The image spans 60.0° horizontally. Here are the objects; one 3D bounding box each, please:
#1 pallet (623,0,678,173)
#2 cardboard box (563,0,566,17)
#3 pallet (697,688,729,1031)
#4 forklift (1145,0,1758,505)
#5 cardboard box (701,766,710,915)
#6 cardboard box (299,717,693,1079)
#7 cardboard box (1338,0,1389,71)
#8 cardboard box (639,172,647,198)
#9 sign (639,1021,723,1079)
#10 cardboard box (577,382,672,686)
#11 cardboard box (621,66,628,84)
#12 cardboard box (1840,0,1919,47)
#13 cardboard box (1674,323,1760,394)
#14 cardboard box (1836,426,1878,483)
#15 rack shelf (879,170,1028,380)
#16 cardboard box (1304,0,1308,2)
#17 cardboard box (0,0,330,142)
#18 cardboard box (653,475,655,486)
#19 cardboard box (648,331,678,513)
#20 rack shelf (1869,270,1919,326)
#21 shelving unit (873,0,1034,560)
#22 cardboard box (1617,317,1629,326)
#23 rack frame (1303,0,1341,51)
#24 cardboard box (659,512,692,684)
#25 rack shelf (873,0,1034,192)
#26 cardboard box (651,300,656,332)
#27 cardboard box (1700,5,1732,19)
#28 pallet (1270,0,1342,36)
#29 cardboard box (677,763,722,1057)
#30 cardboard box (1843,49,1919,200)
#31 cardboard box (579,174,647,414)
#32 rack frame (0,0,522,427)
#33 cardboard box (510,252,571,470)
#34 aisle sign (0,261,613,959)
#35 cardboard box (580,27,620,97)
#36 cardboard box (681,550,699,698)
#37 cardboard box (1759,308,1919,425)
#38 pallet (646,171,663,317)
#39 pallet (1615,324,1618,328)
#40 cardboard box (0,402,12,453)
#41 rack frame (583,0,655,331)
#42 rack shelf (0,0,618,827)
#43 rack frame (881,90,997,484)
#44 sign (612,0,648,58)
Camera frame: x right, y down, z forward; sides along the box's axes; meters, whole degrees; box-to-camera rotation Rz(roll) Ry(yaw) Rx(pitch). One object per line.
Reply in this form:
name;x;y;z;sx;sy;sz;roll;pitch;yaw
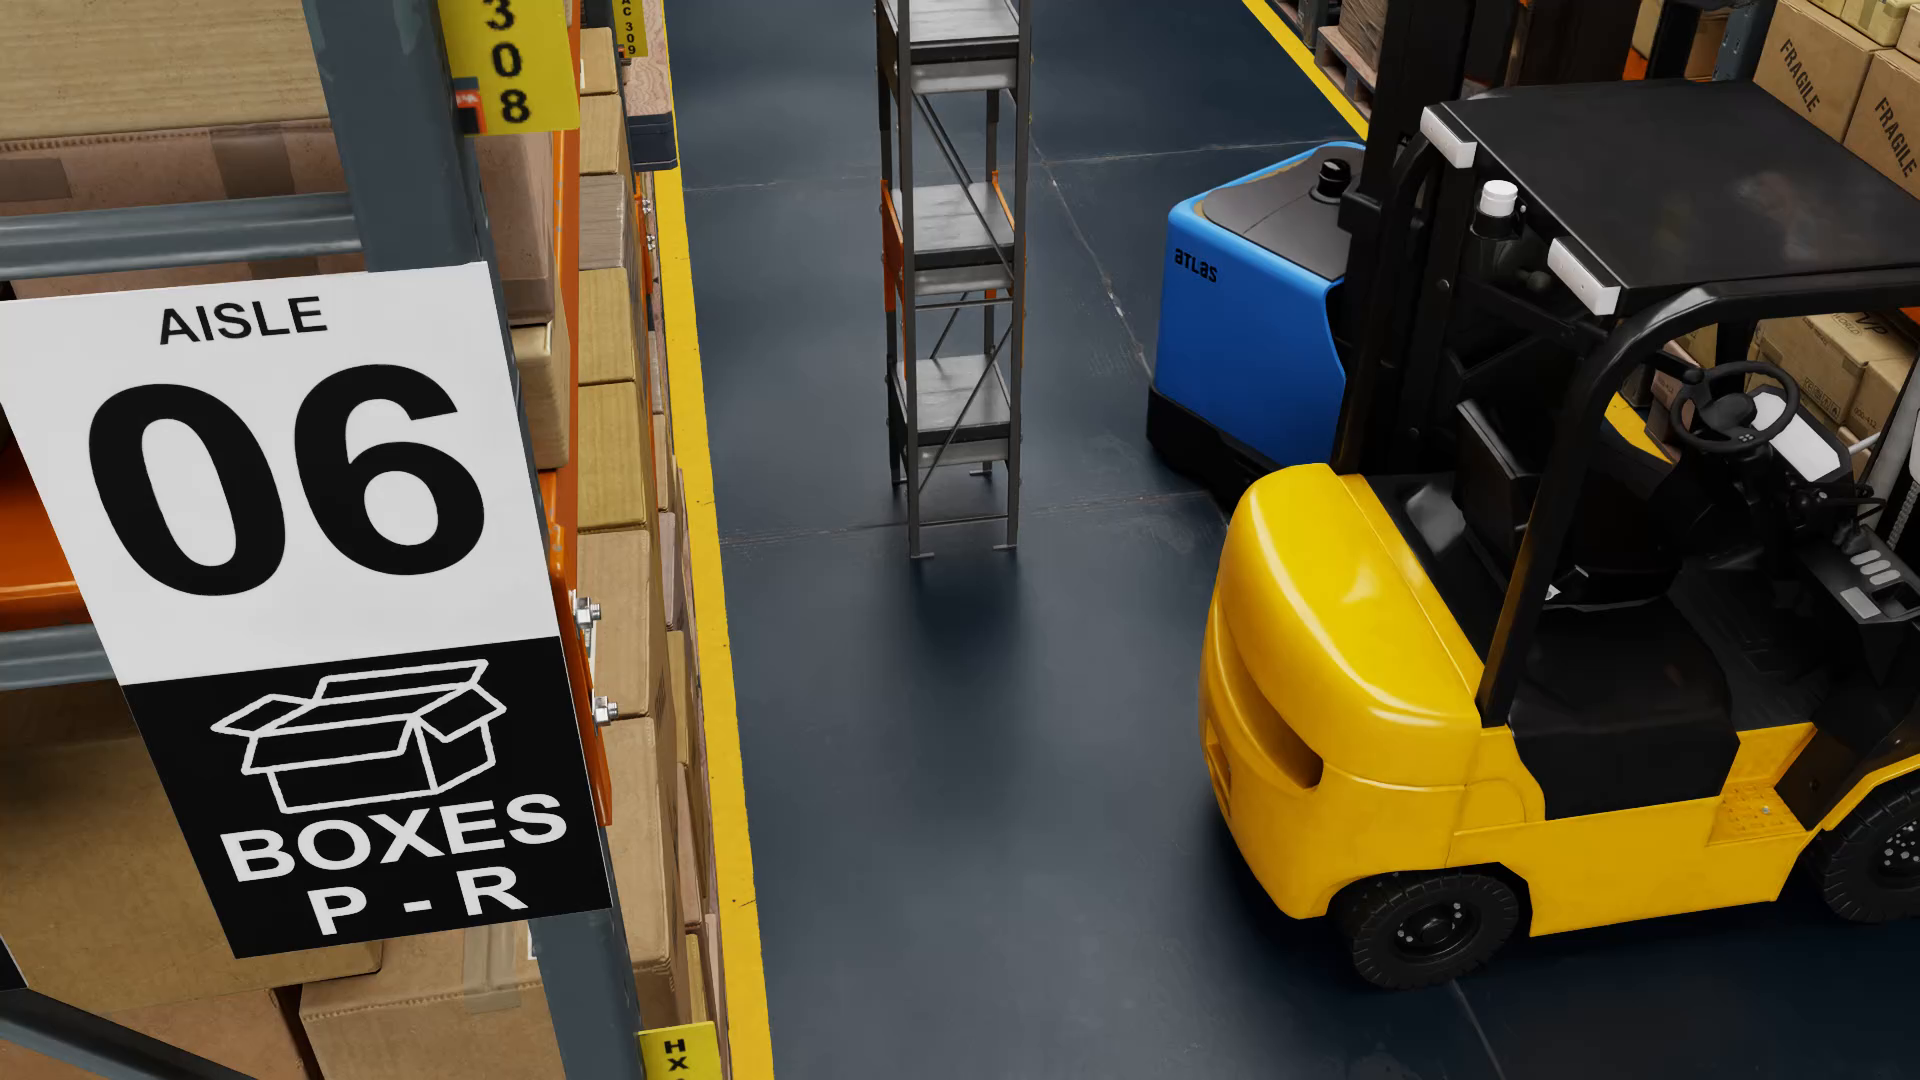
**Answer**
pallet;-1.580;-1.685;6.130;1.003;0.211;1.213;-6;38;-8
cardboard box;-0.793;-0.748;2.202;0.500;0.250;0.500;-7;38;-9
pallet;-1.220;0.958;4.845;1.003;0.211;1.213;-6;38;-8
forklift;2.061;-1.013;5.164;1.130;2.935;3.031;-26;45;-30
cardboard box;-0.948;0.898;4.548;0.500;0.250;0.500;-4;38;-5
cardboard box;-0.698;0.660;2.632;0.500;0.500;0.500;-7;38;-9
cardboard box;2.691;-3.085;9.370;0.875;0.625;0.625;-5;38;-7
cardboard box;-1.937;-1.582;7.641;0.950;0.372;0.625;-5;38;-6
sign;-0.354;0.732;2.157;0.100;0.325;0.005;-6;38;-8
cardboard box;-0.883;0.040;3.430;0.500;0.500;0.500;-7;38;-9
cardboard box;-1.376;-1.718;5.879;0.380;0.149;0.250;-6;38;-7
cardboard box;3.140;-1.738;5.432;0.380;0.149;0.250;-5;38;-7
cardboard box;3.077;-0.772;6.290;0.500;0.250;0.500;-6;38;-8
cardboard box;3.244;-0.163;5.506;0.500;0.250;0.500;-7;38;-8
rack shelf;-0.029;-0.918;5.743;0.431;0.518;0.480;-6;38;-8
cardboard box;2.309;-3.647;10.194;0.500;0.500;0.500;-5;38;-7
cardboard box;-0.750;-0.504;1.564;0.380;0.149;0.250;-6;38;-8
cardboard box;-0.956;-0.100;4.139;0.380;0.149;0.250;-6;38;-8
cardboard box;-1.222;-0.331;5.519;0.500;0.500;0.500;-7;38;-9
rack shelf;3.647;-0.327;4.813;1.077;0.370;4.000;-6;38;-8
shelving unit;-0.029;-0.929;5.735;0.431;2.100;0.503;-6;38;-8
cardboard box;3.194;-1.362;7.151;0.875;0.625;0.625;-5;38;-6
rack frame;2.595;-4.236;9.257;1.000;3.000;0.127;-6;38;-8
cardboard box;-1.040;0.284;4.727;0.500;0.500;0.500;-4;38;-6
rack shelf;-0.029;-1.471;5.313;0.431;0.518;0.480;-6;38;-8
cardboard box;-1.684;-0.728;6.542;0.950;0.372;0.625;-6;38;-7
cardboard box;2.959;-2.227;6.386;0.500;0.250;0.500;-7;38;-9
pallet;2.502;-3.589;10.698;1.003;0.211;1.213;-6;38;-8
cardboard box;-0.858;0.910;3.922;0.500;0.500;0.500;-8;38;-10
cardboard box;3.225;-1.250;5.333;0.500;0.500;0.500;-6;38;-7
cardboard box;-1.075;-0.576;4.222;0.500;0.500;0.500;-5;38;-7
rack frame;-0.888;-1.237;0.507;1.000;3.000;0.127;-6;38;-8
cardboard box;-0.627;-0.188;1.807;0.380;0.149;0.250;-6;38;-8
aisle sign;-0.572;0.110;1.544;0.394;0.787;0.004;-6;38;-8
cardboard box;-1.267;-1.199;5.024;0.500;0.500;0.500;-7;38;-9
cardboard box;-1.118;0.285;5.337;0.500;0.250;0.500;-7;38;-9
cardboard box;3.152;-0.659;5.737;0.500;0.250;0.500;-6;38;-8
pallet;-1.945;-1.391;7.868;1.003;0.211;1.213;-6;38;-8
pallet;3.129;-1.159;7.570;1.003;0.211;1.213;-6;38;-8
cardboard box;-1.226;-0.138;1.743;0.380;0.149;0.250;-6;38;-8
rack frame;-1.590;-1.283;5.457;1.000;3.000;0.127;-6;38;-8
rack shelf;-1.239;-0.976;3.203;1.077;0.370;4.000;-6;38;-8
rack frame;-0.072;-1.077;5.924;0.400;2.100;0.015;-6;38;-8
sign;-1.057;-1.688;5.273;0.100;0.325;0.005;-6;38;-8
